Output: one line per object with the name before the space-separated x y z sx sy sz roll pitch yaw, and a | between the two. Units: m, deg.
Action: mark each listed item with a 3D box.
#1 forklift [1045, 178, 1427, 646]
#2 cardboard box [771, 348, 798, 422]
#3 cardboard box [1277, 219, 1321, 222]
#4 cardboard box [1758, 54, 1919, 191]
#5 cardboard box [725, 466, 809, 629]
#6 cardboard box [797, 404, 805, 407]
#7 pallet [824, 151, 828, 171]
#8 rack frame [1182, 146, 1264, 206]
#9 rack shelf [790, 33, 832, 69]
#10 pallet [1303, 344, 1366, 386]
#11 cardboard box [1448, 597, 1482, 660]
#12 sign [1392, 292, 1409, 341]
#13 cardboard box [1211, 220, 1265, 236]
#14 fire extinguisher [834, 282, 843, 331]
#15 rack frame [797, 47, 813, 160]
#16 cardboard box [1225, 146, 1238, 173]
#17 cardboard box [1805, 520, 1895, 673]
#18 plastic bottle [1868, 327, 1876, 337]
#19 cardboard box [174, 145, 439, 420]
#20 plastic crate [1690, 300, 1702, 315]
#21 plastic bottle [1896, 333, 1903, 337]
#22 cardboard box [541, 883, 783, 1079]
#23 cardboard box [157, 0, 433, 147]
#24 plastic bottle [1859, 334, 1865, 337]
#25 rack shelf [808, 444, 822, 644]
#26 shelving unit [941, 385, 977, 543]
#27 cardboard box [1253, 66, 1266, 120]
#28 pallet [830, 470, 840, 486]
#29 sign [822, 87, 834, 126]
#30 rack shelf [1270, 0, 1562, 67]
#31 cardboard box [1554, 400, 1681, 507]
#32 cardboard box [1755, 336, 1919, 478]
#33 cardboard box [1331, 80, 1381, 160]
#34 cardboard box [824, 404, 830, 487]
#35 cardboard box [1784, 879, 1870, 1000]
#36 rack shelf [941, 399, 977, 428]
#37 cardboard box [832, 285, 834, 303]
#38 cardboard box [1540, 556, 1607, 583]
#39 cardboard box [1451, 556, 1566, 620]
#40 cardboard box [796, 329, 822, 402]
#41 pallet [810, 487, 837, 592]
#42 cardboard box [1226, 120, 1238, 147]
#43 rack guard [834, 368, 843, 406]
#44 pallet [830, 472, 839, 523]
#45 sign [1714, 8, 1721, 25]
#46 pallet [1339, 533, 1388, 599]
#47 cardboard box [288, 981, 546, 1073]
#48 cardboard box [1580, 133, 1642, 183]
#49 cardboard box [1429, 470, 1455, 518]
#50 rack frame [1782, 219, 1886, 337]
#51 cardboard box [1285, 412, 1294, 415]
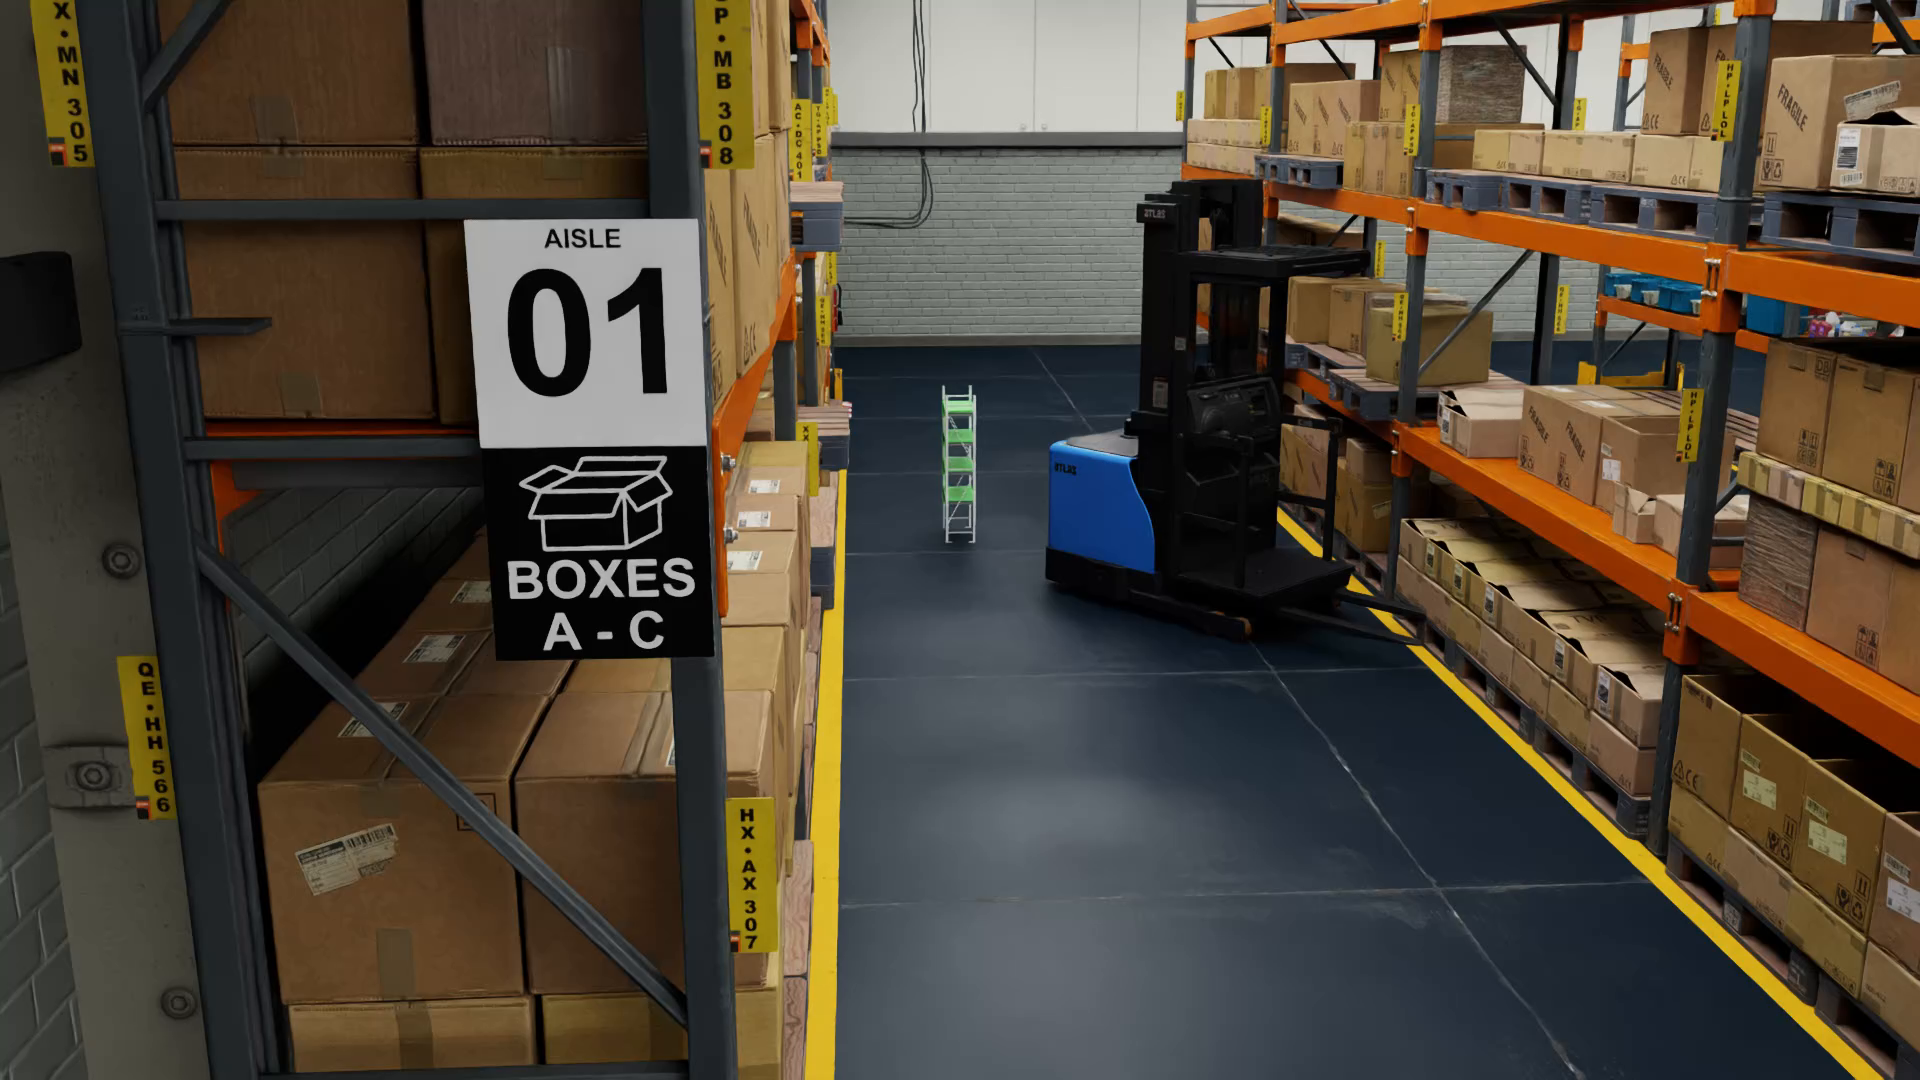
forklift | 2.003 -0.892 11.112 1.130 2.935 3.031 -13 20 -42
cardboard box | -1.344 -0.915 9.979 0.700 0.500 0.500 -2 15 -9
cardboard box | 3.407 -3.020 17.036 0.500 0.500 0.500 0 14 -2
cardboard box | 3.515 -1.634 6.514 0.500 0.500 0.500 0 14 1
cardboard box | -0.822 0.023 6.175 0.500 0.500 0.500 -1 14 -4
cardboard box | -1.234 -0.882 11.400 0.380 0.149 0.250 -1 14 -4
pallet | -1.732 -3.517 15.334 1.003 0.211 1.213 -1 14 -3
rack frame | 3.004 -2.976 19.072 1.000 3.000 0.127 -1 14 -3
rack shelf | -1.816 -4.764 16.230 1.077 0.370 4.000 -1 14 -3
pallet | 3.374 -1.377 13.243 1.003 0.211 1.213 -1 14 -3
cardboard box | 3.309 0.531 10.118 0.500 0.250 0.500 -1 14 -5
sign | 2.959 -1.498 11.163 0.100 0.325 0.005 -1 14 -3
cardboard box | 2.867 -3.013 17.011 0.500 0.500 0.500 -1 14 -4
fire extinguisher | -1.489 -2.725 19.001 0.296 0.674 0.183 -1 14 -3
rack frame | -1.444 -3.814 10.291 1.000 3.000 0.127 -1 14 -3
cardboard box | 2.896 -3.727 16.272 0.500 0.250 0.500 -1 14 -3
cardboard box | 3.820 0.202 6.523 0.700 0.500 0.500 -1 14 -4
plastic bottle | 7.848 -1.681 14.276 0.061 0.283 0.133 -1 14 -3
cardboard box | -1.227 -0.530 3.305 0.500 0.500 0.500 0 14 1
plastic crate | 7.788 -2.386 17.190 0.293 0.136 0.466 -1 14 -3
plastic bottle | 7.916 -1.587 13.926 0.152 0.276 0.135 -1 14 -3
cardboard box | -0.662 1.017 3.813 0.500 0.250 0.500 -1 14 -5
cardboard box | -1.236 -1.017 3.194 0.500 0.500 0.500 0 14 -1
plastic bottle | 7.853 -1.695 14.492 0.097 0.201 0.097 0 14 0
rack shelf | -1.320 -0.063 9.195 1.077 0.370 4.000 -1 14 -3
shelving unit | -0.010 -0.622 13.537 0.258 1.200 0.503 -1 14 -3
cardboard box | 3.257 -4.337 16.138 0.700 0.500 0.500 -1 14 -3
pallet | -1.661 -0.743 15.992 1.003 0.211 1.213 -1 14 -3
sign | -1.151 -3.770 14.470 0.100 0.325 0.005 -1 14 -3
rack shelf | 3.376 -3.847 12.665 1.077 0.370 4.000 -1 14 -3
cardboard box | 3.652 -0.487 9.197 0.500 0.500 0.500 -1 14 -3
cardboard box | 3.781 -0.558 6.870 0.700 0.500 0.500 -1 14 -3
cardboard box | 3.295 -3.276 12.974 0.600 0.600 0.600 -1 15 -6
cardboard box | -1.464 -0.685 13.641 0.750 0.750 0.750 0 14 -2
cardboard box | 3.525 1.506 6.330 0.500 0.250 0.500 -1 14 -3
rack shelf | -0.010 -1.025 13.433 0.258 0.148 0.480 -1 14 -3
cardboard box | -1.898 -2.917 18.242 0.980 0.700 0.700 0 14 -1
cardboard box | 3.845 0.252 10.078 0.500 0.311 0.500 -1 14 -4
cardboard box | 3.309 0.263 10.036 0.500 0.311 0.500 -1 14 -5
cardboard box | -1.219 -1.236 11.472 0.500 0.500 0.500 0 14 -2
pallet | -1.099 -0.013 7.944 1.003 0.211 1.213 -1 14 -3
cardboard box | 2.894 -3.969 16.209 0.500 0.250 0.500 -1 14 -3
rack guard | -1.941 -1.694 19.106 1.175 0.500 0.348 -1 14 -3
pallet | -1.569 -0.362 14.511 1.003 0.211 1.213 -1 14 -3
sign | 8.496 -5.813 18.707 0.100 0.325 0.005 -1 14 -3
pallet | 3.491 0.178 12.411 1.003 0.211 1.213 -1 14 -3
cardboard box | -1.171 1.030 3.762 0.500 0.250 0.500 -1 14 -3
cardboard box | 3.690 -2.051 8.918 0.500 0.250 0.500 -2 15 -8
cardboard box | 3.719 -0.236 12.559 0.500 0.500 0.500 -1 14 -5
rack frame | 8.196 -2.057 15.500 1.000 3.000 0.127 -1 14 -3
cardboard box | 3.039 -0.859 14.980 0.500 0.500 0.500 -2 15 -6
